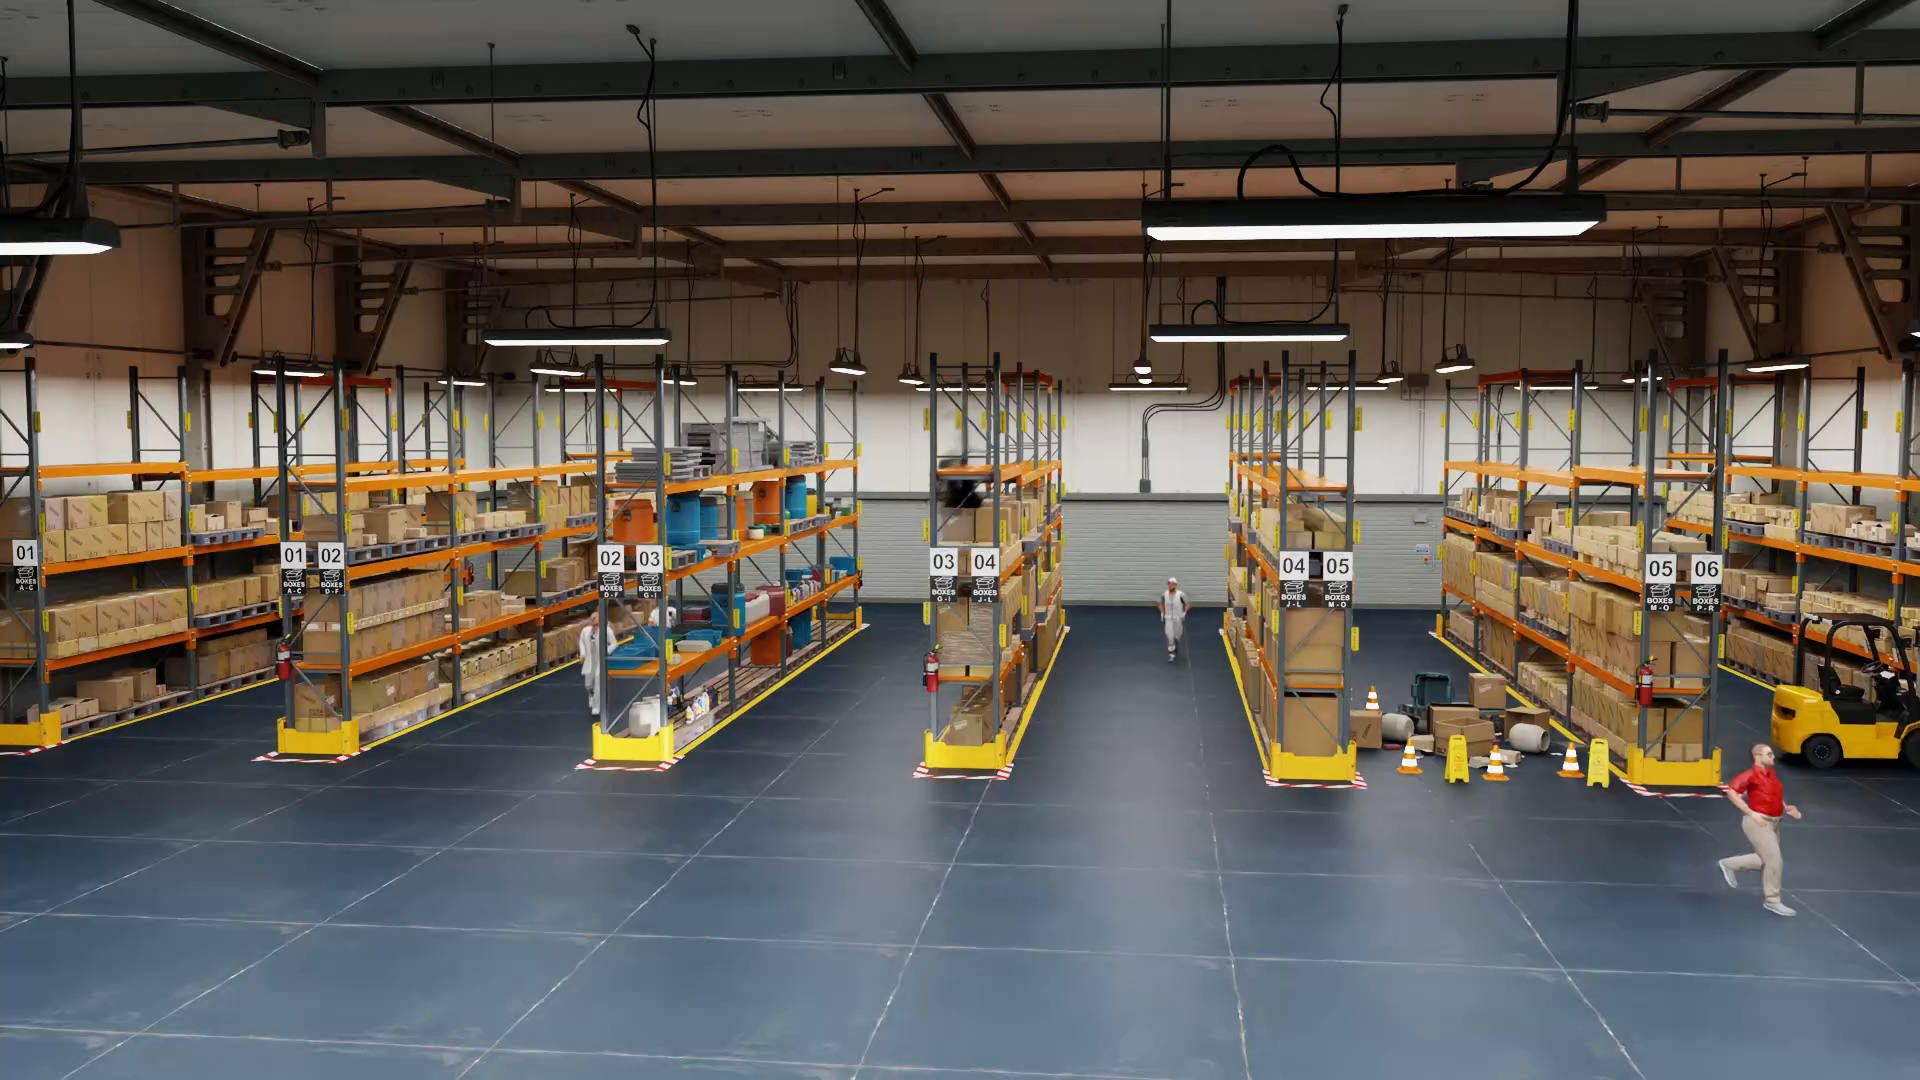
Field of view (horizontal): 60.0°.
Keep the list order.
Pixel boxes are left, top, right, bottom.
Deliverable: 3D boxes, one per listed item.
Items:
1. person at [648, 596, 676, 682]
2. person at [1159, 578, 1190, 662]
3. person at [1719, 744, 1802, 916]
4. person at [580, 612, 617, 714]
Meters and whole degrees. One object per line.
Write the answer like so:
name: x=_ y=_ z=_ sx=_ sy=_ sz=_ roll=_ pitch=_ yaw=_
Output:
person: x=-5.739 y=1.916 z=32.219 sx=0.592 sy=1.718 sz=0.725 roll=0 pitch=4 yaw=5
person: x=4.481 y=1.669 z=34.872 sx=0.651 sy=1.758 sz=0.635 roll=1 pitch=4 yaw=15
person: x=8.227 y=2.954 z=17.160 sx=0.663 sy=1.721 sz=0.843 roll=-3 pitch=5 yaw=-40
person: x=-6.250 y=2.115 z=28.592 sx=0.700 sy=1.747 sz=0.614 roll=0 pitch=4 yaw=5
